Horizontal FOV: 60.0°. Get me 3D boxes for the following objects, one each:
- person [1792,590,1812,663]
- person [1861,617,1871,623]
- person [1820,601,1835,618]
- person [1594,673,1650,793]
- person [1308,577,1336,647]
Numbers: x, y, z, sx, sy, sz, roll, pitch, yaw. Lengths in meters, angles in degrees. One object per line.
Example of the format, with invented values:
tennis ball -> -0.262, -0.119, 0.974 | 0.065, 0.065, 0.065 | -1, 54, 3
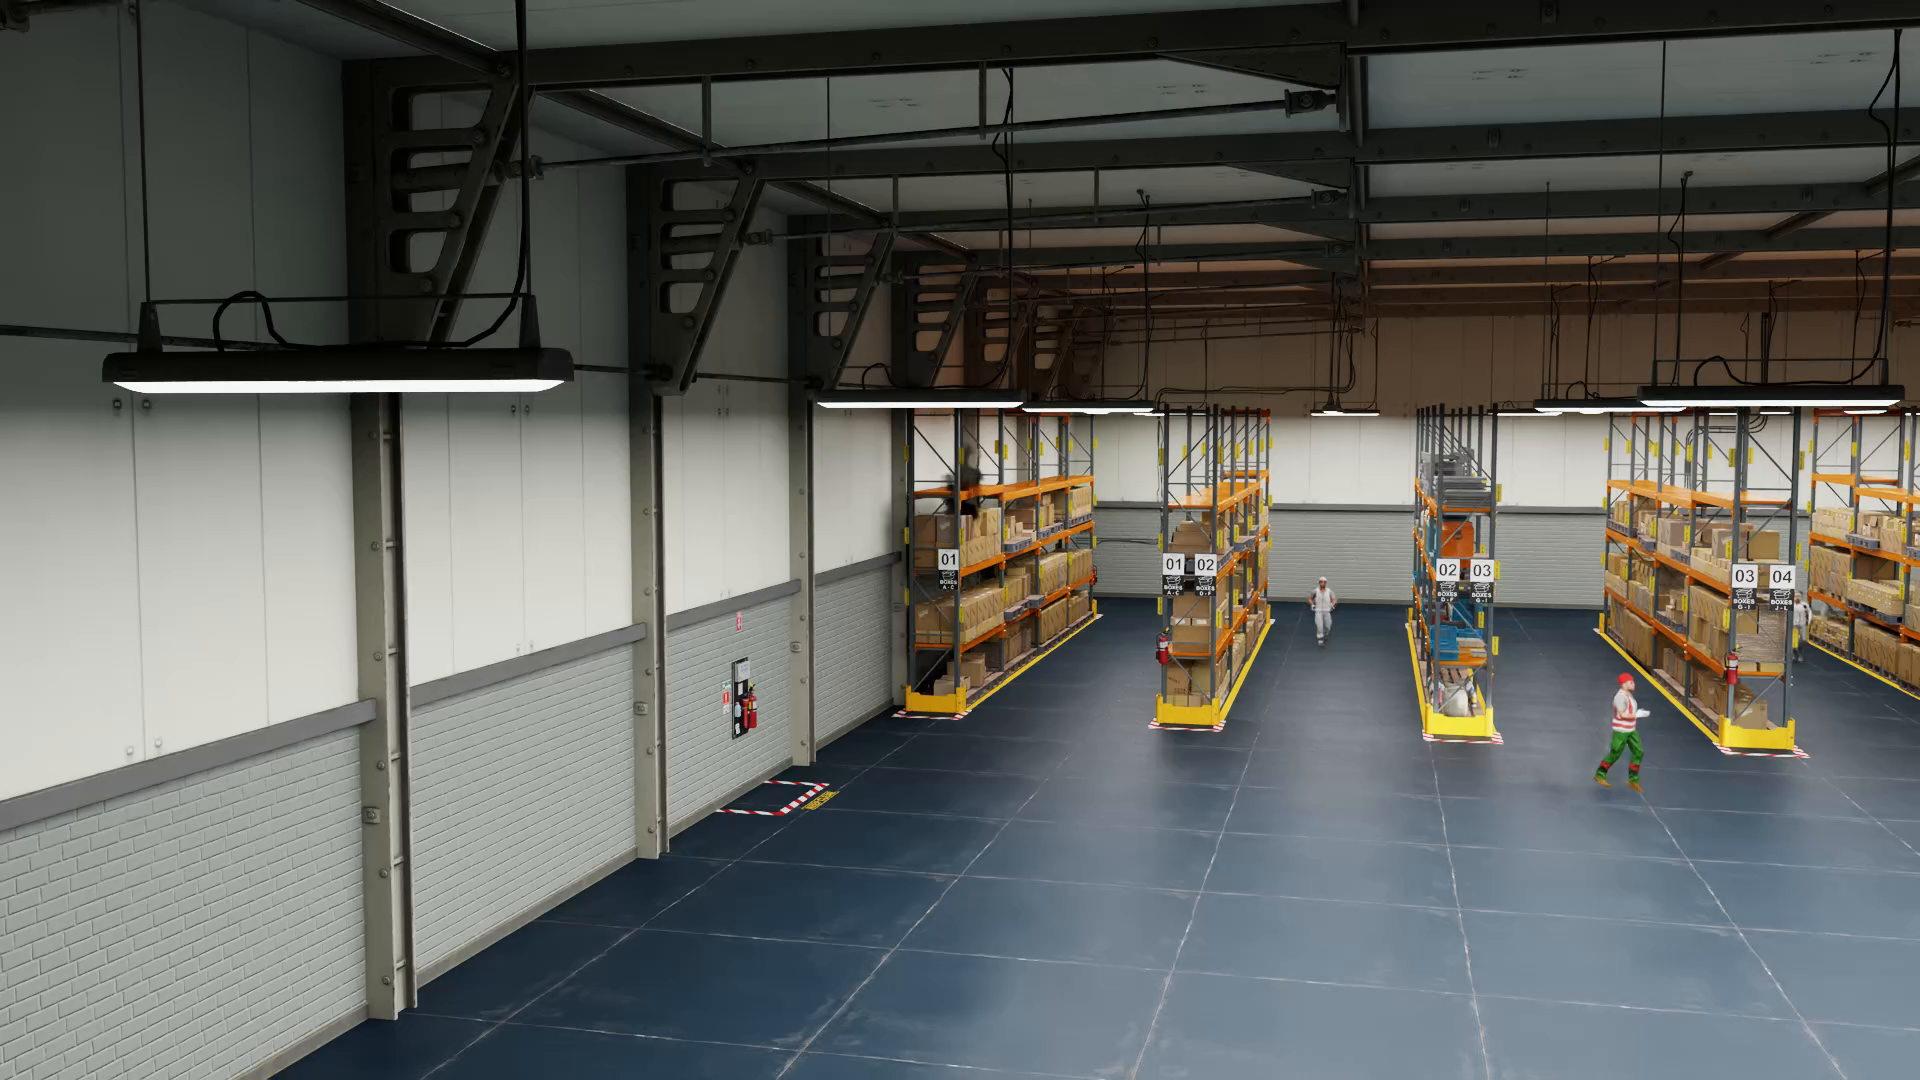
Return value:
person -> 19.762, 2.043, 39.202 | 0.616, 1.708, 0.683 | 1, 4, 20
person -> 23.801, 1.760, 43.677 | 0.663, 1.669, 0.587 | -1, 4, -20
person -> 23.151, 1.672, 44.257 | 0.850, 1.671, 0.595 | 0, 4, 1
person -> 10.182, 2.966, 25.534 | 0.819, 1.860, 0.649 | 4, 6, 42
person -> 9.132, 1.805, 41.933 | 0.696, 1.740, 0.645 | 1, 4, 8
